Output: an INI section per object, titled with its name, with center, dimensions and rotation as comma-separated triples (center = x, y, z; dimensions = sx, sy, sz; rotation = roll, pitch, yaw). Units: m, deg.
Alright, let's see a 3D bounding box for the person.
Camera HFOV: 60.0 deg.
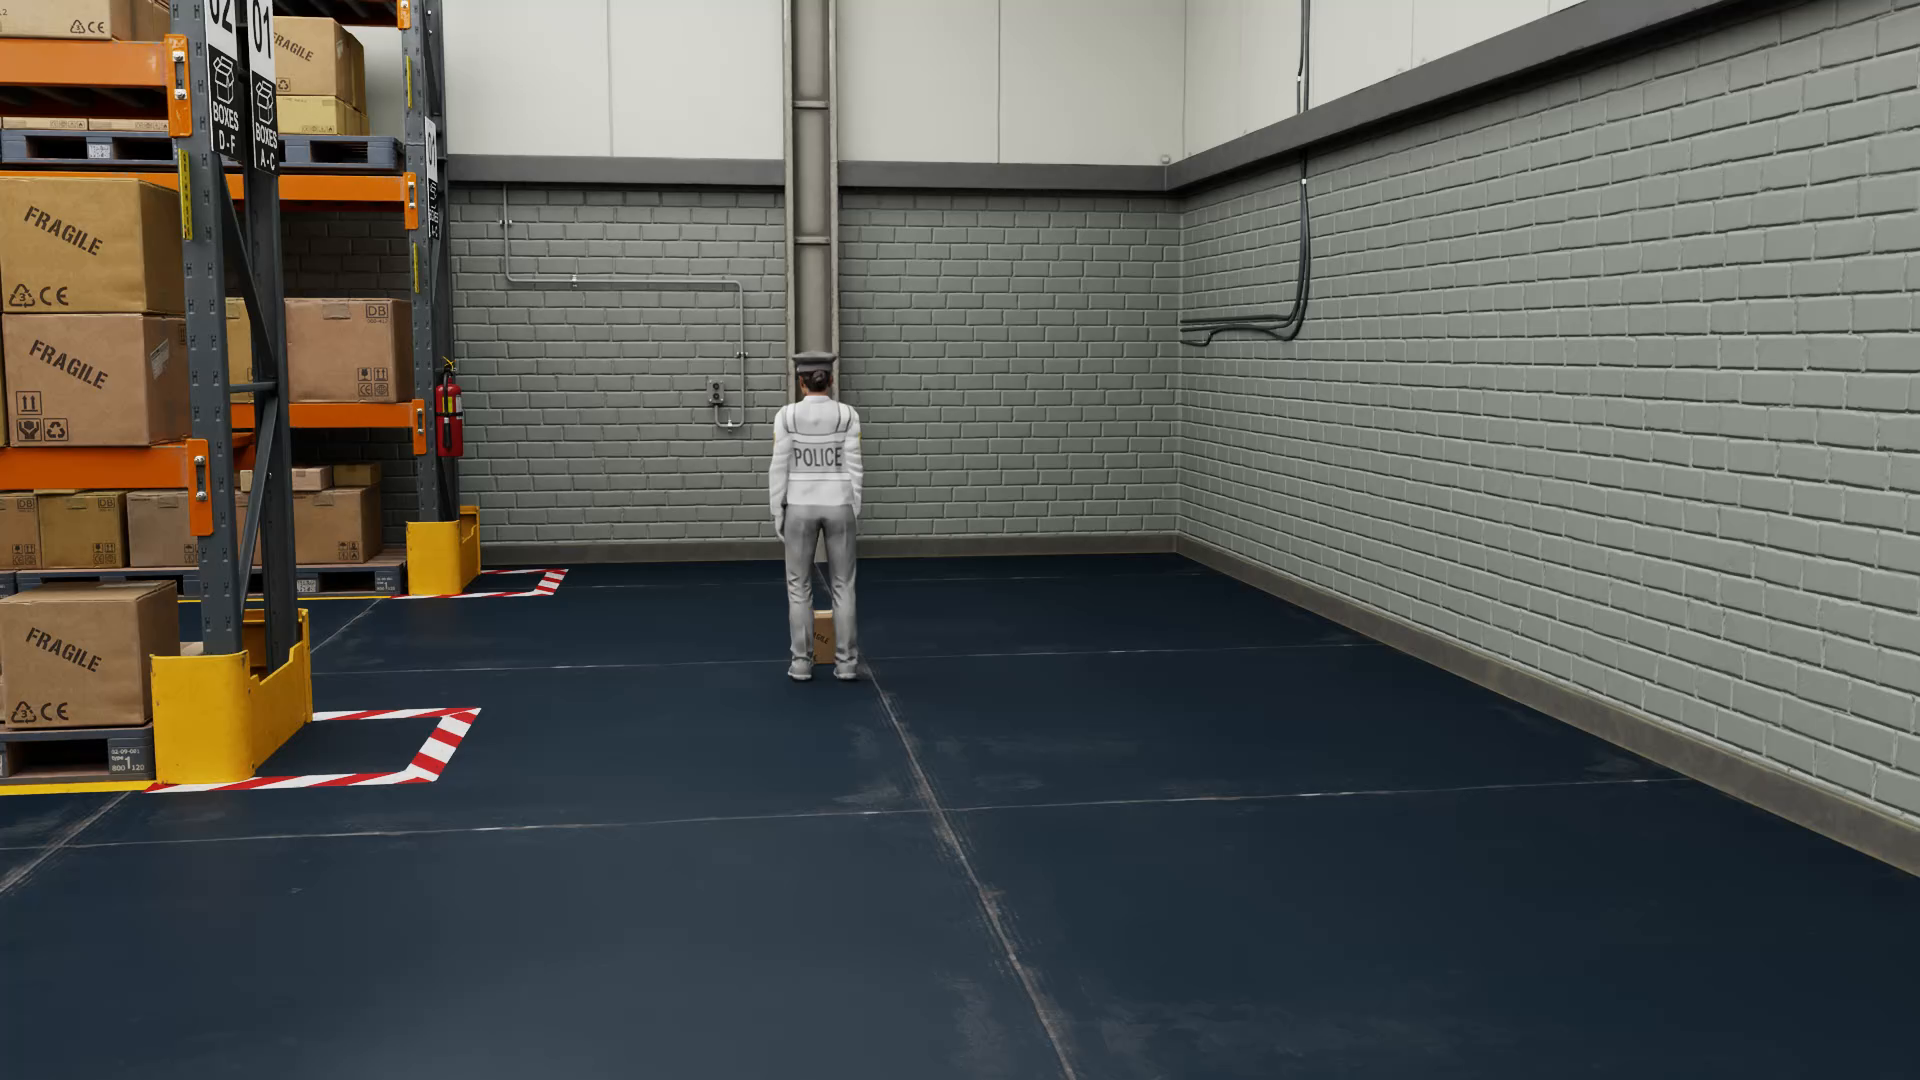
[person]
center = -0.726, -0.118, 8.409
dimensions = 0.470, 1.668, 0.327
rotation = -1, 7, -8
